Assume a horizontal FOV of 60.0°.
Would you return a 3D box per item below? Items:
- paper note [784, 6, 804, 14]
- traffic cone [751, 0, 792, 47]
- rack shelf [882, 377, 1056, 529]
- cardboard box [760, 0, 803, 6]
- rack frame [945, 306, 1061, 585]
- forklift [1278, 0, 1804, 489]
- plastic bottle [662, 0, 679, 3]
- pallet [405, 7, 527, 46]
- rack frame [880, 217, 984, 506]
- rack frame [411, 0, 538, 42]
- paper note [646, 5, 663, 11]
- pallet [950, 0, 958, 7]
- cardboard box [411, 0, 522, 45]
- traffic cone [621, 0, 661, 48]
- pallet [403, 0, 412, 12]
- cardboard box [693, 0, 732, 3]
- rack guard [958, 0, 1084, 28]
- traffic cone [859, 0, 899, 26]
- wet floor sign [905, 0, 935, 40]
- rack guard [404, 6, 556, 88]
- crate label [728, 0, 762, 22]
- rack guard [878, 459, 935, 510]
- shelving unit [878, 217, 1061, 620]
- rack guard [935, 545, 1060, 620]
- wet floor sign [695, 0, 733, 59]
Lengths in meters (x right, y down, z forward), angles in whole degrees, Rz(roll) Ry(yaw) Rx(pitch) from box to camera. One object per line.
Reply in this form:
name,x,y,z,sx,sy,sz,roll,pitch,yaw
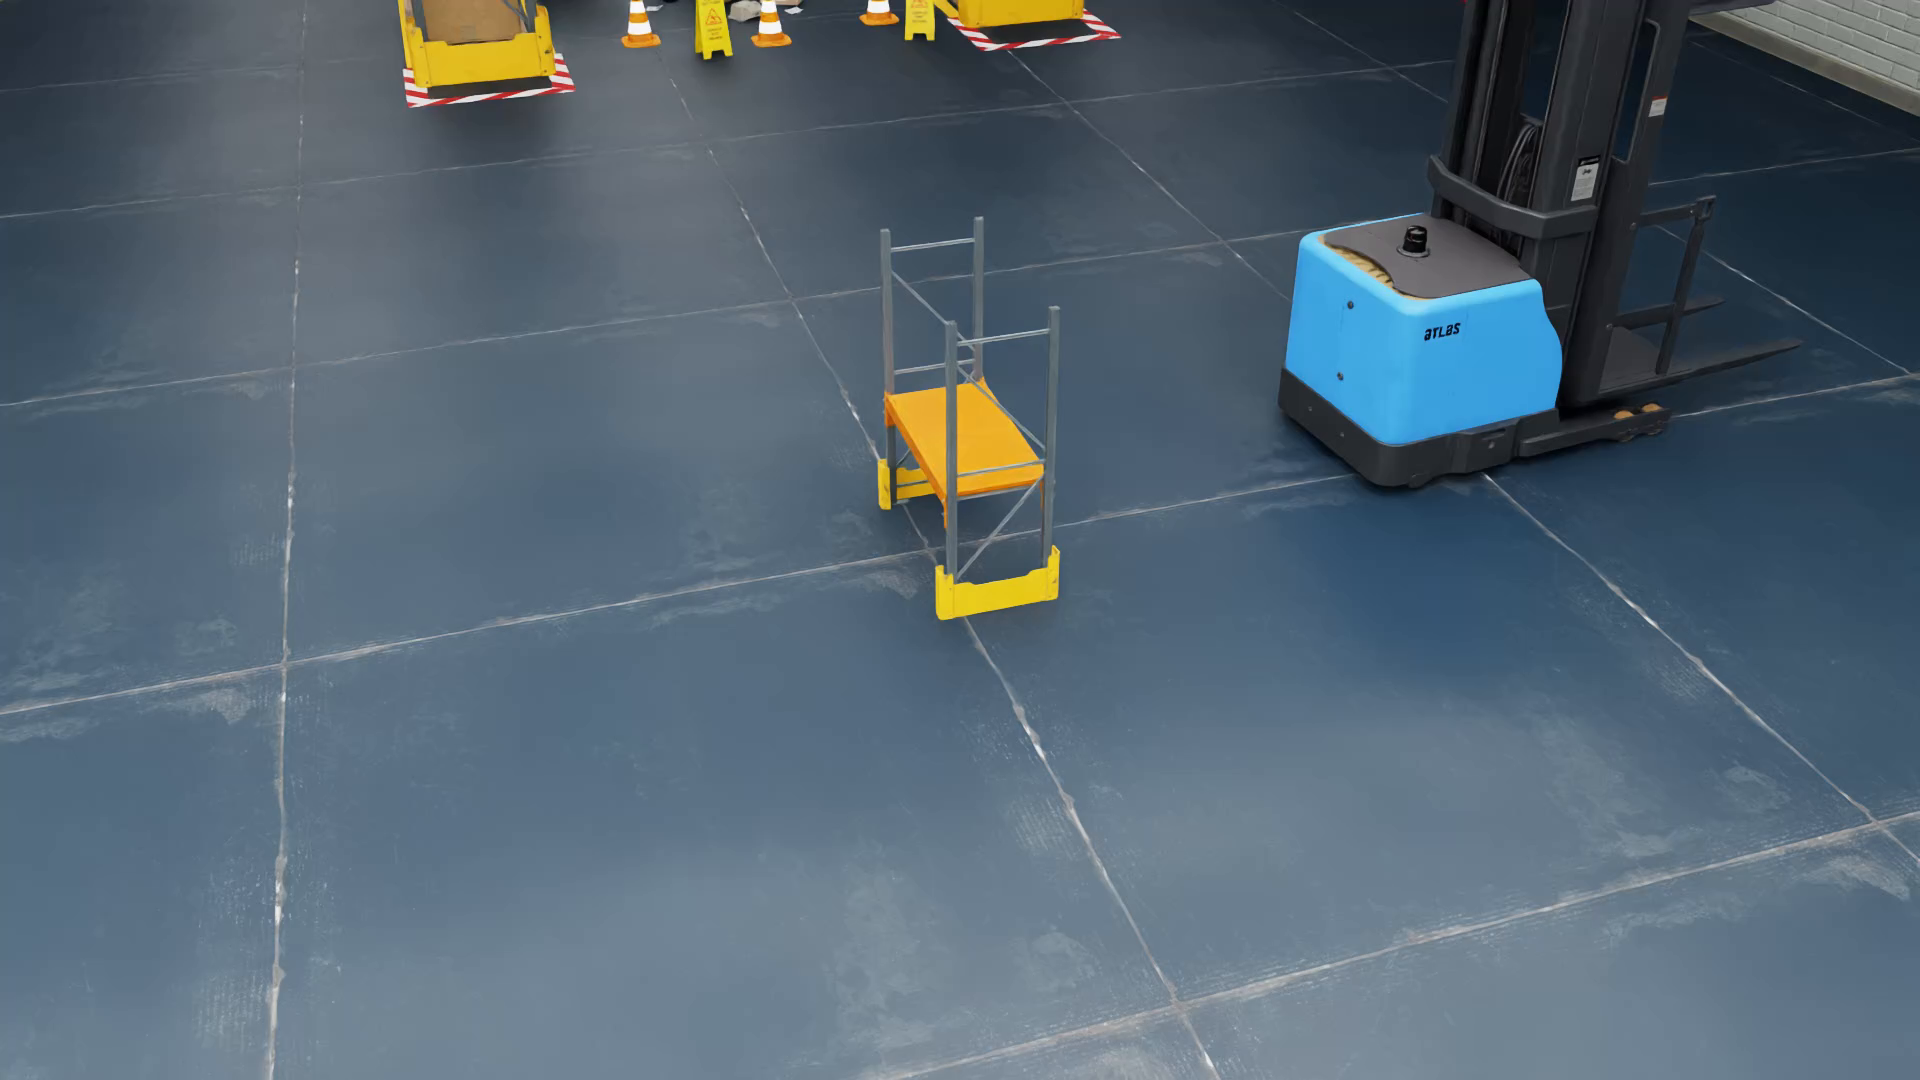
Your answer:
paper note,-1.585,-5.066,15.889,0.148,0.019,0.142,-23,40,-31
traffic cone,-1.714,-4.729,14.986,0.336,0.463,0.334,-10,35,-15
rack shelf,0.026,-0.431,7.868,0.538,0.185,1.000,-10,35,-15
cardboard box,-1.725,-5.302,16.139,0.380,0.149,0.250,7,34,10
rack frame,0.181,-0.314,7.365,0.500,1.500,0.032,-10,35,-15
forklift,3.335,-2.013,8.638,3.031,2.935,1.130,-13,36,-19
plastic bottle,-2.871,-5.308,16.227,0.133,0.061,0.283,-23,40,-31
pallet,-4.403,-4.501,14.870,1.003,0.211,1.213,-10,35,-15
rack frame,-0.129,-0.848,8.173,0.500,1.500,0.032,-10,35,-15
rack frame,-4.085,-5.258,13.486,1.000,3.000,0.127,-10,35,-15
paper note,-2.933,-5.105,15.950,0.144,0.017,0.142,1,33,2
pallet,0.361,-5.452,16.310,1.003,0.211,1.213,-10,35,-15
cardboard box,-4.354,-4.892,14.478,0.875,0.875,0.875,-10,35,-14
traffic cone,-2.894,-4.717,14.969,0.336,0.463,0.334,-10,35,-15
pallet,-4.771,-5.141,15.838,1.003,0.211,1.213,-10,35,-15
cardboard box,-2.348,-5.598,16.266,0.637,0.503,0.797,19,38,26
rack guard,0.576,-5.140,15.576,1.175,0.500,0.348,-10,35,-15
traffic cone,-0.761,-5.094,15.539,0.336,0.463,0.334,-10,35,-15
wet floor sign,-0.362,-4.881,15.052,0.267,0.644,0.232,1,33,2
rack guard,-4.077,-4.202,14.156,1.175,0.500,0.348,-10,35,-15
crate label,-2.013,-4.995,15.685,0.298,0.136,0.250,27,42,34
rack guard,-0.129,-0.326,8.516,0.587,0.250,0.087,-10,35,-15
shelving unit,0.023,-0.586,7.776,0.587,1.500,1.083,-10,35,-15
rack guard,0.175,0.197,7.725,0.587,0.250,0.087,-10,35,-15
wet floor sign,-2.190,-4.593,14.616,0.267,0.644,0.232,-16,37,-23
